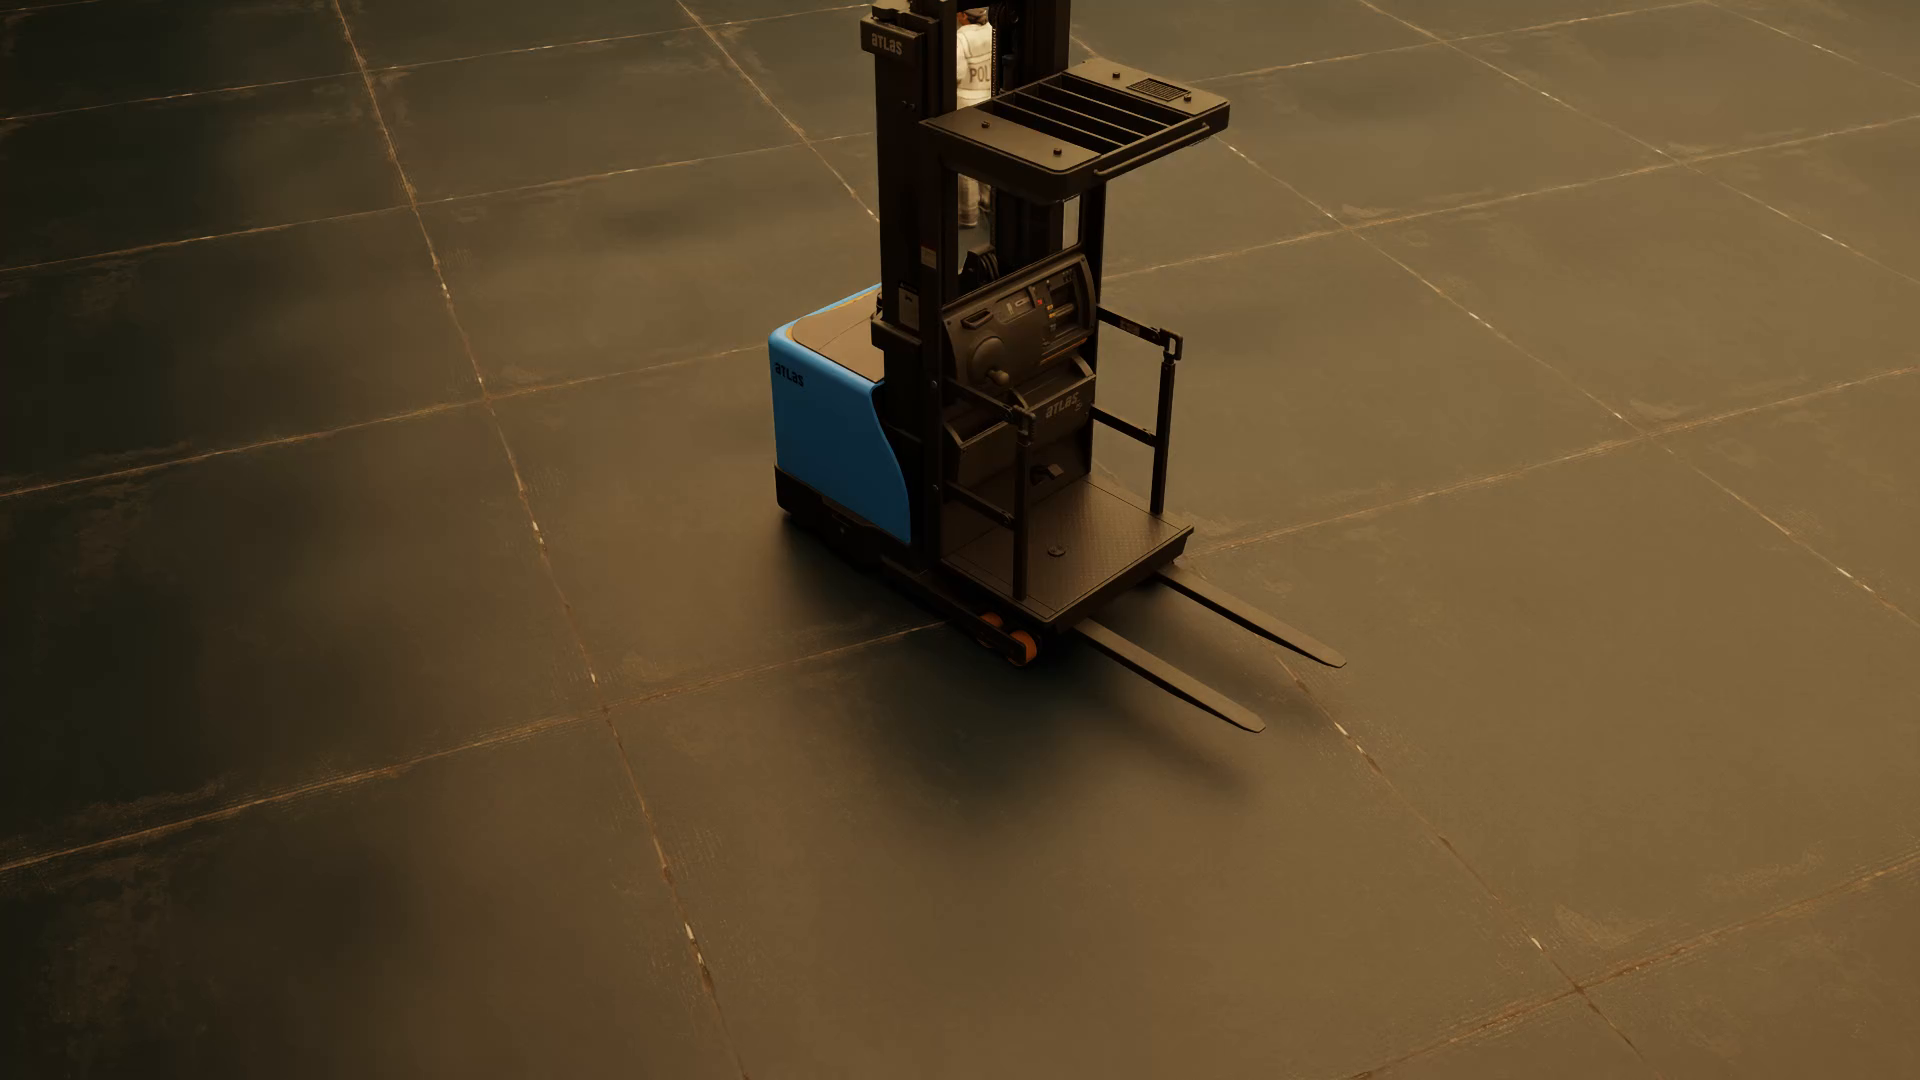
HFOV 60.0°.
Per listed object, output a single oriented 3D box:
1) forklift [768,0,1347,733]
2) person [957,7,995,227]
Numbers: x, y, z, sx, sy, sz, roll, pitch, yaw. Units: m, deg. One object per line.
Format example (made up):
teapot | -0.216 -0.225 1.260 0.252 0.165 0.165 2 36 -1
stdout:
forklift | 0.432 -0.946 7.429 3.031 2.935 1.130 30 45 35
person | 0.052 -2.958 11.337 0.598 1.670 0.530 -23 41 -29
